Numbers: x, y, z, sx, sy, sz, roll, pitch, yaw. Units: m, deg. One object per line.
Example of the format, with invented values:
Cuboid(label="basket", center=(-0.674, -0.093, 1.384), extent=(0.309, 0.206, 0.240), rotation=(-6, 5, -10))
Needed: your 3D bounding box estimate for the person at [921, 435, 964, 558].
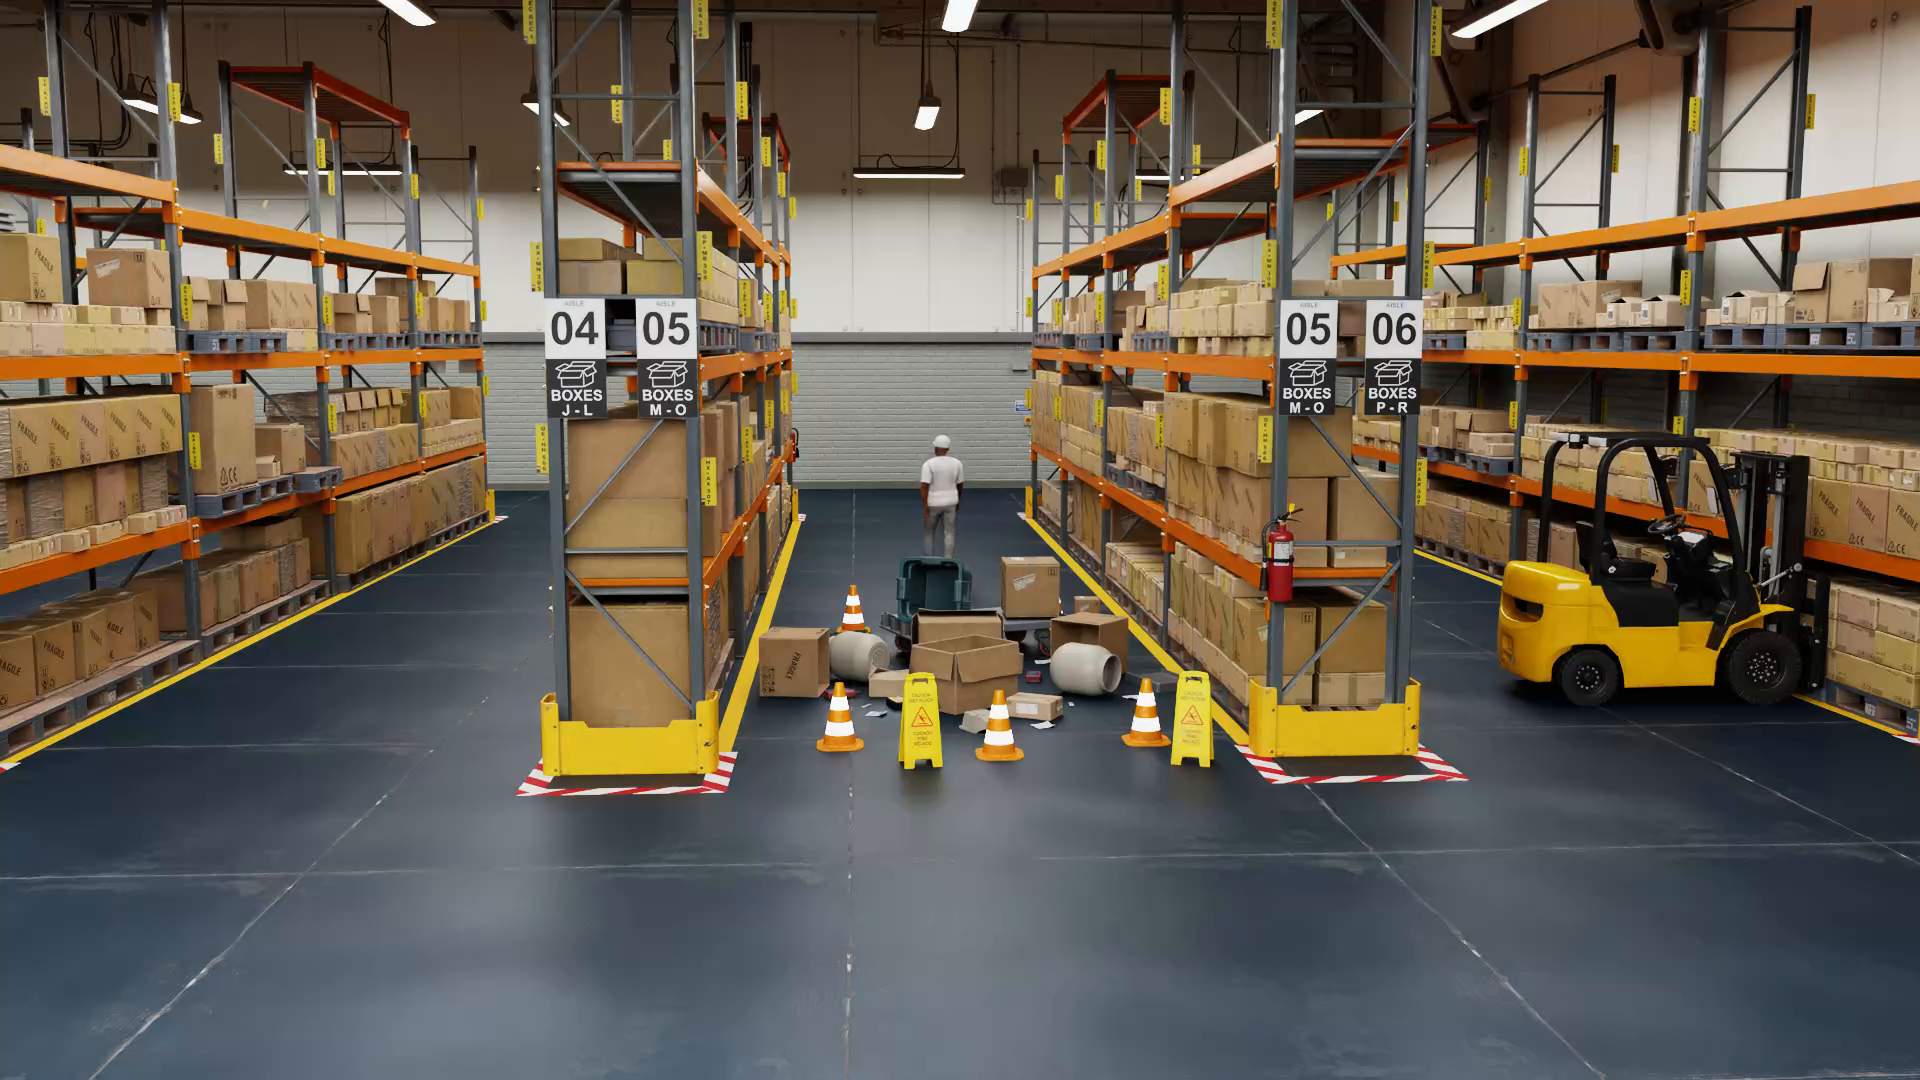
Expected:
Cuboid(label="person", center=(-0.244, -0.461, 20.862), extent=(0.567, 1.726, 0.920), rotation=(-1, 7, -10))
